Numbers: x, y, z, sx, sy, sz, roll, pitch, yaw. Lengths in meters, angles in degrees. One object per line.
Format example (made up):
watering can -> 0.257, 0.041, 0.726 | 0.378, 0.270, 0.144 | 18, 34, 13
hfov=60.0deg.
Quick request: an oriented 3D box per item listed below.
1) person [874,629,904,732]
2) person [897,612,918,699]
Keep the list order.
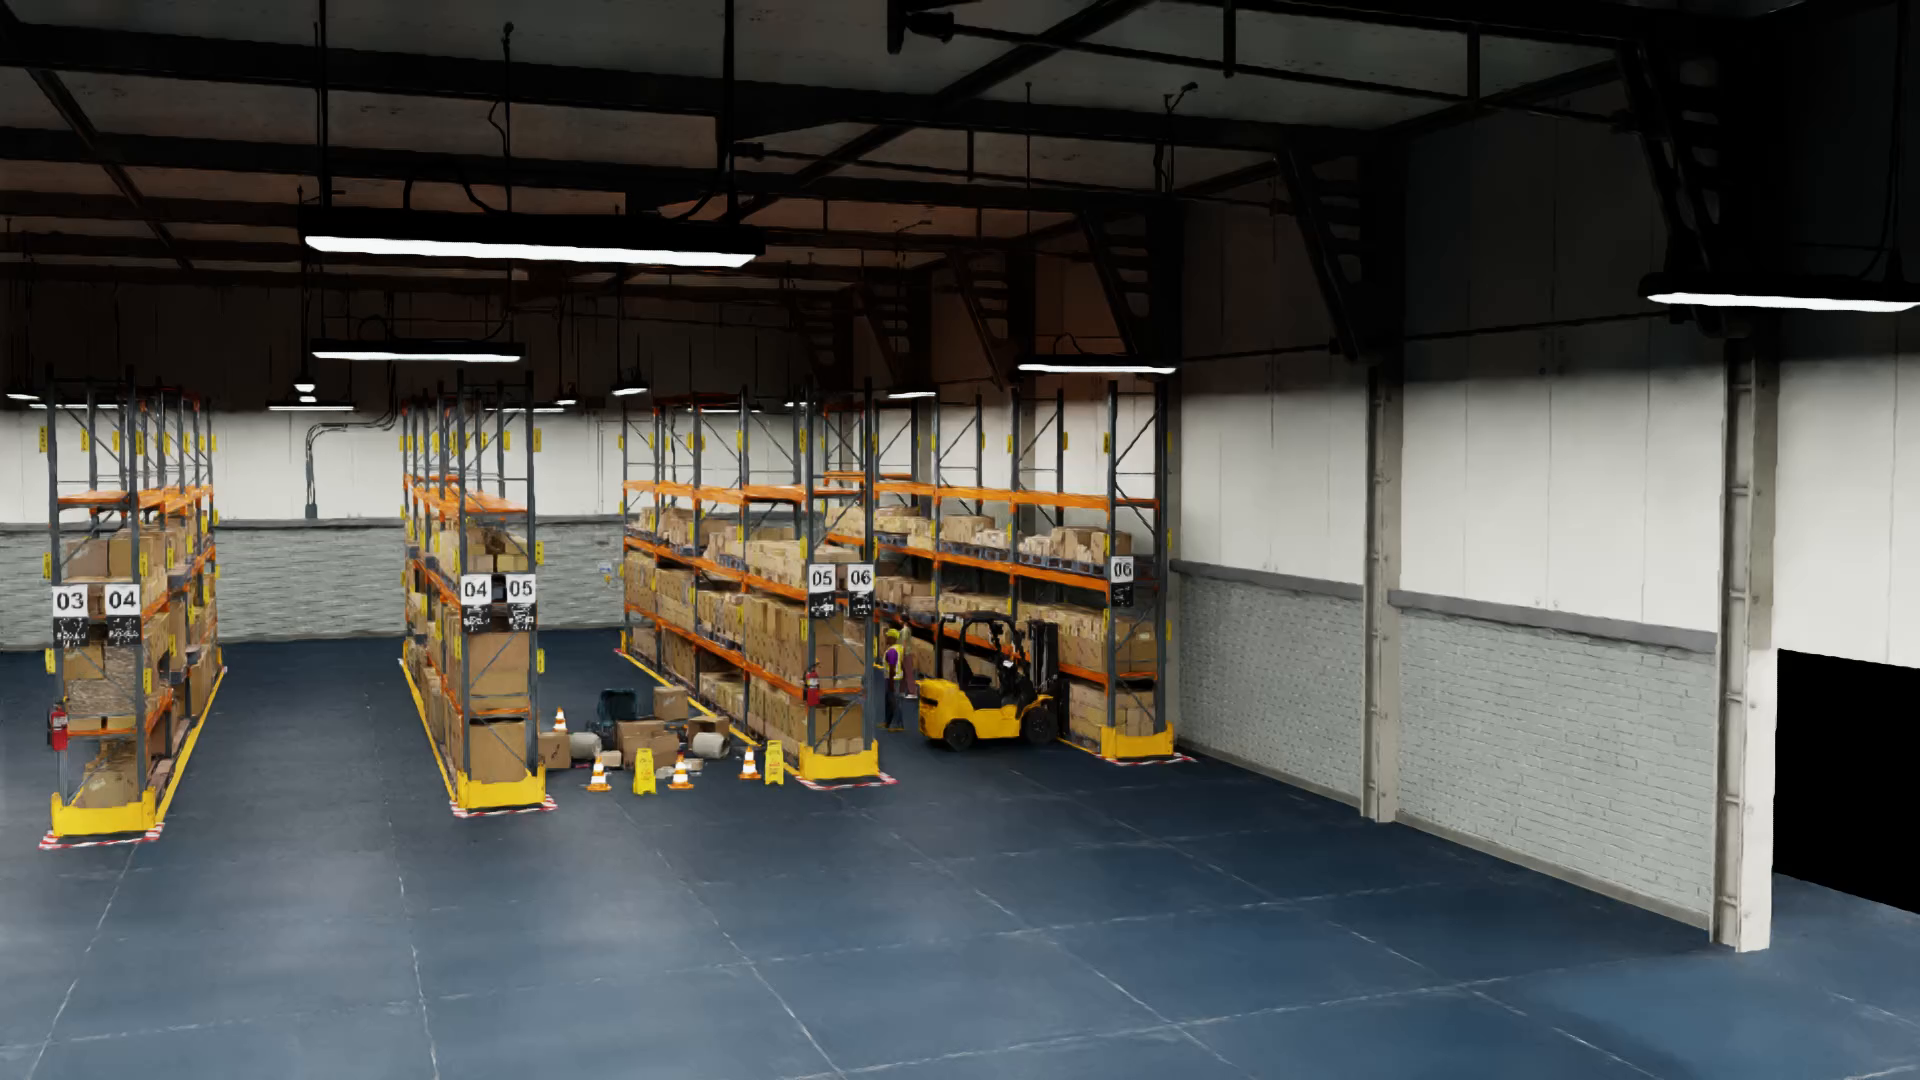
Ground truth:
person -> -1.237, 2.419, 28.911 | 0.549, 1.763, 0.678 | 0, 3, 4
person -> -1.107, 2.248, 32.571 | 0.580, 1.666, 0.572 | 0, 3, 3
